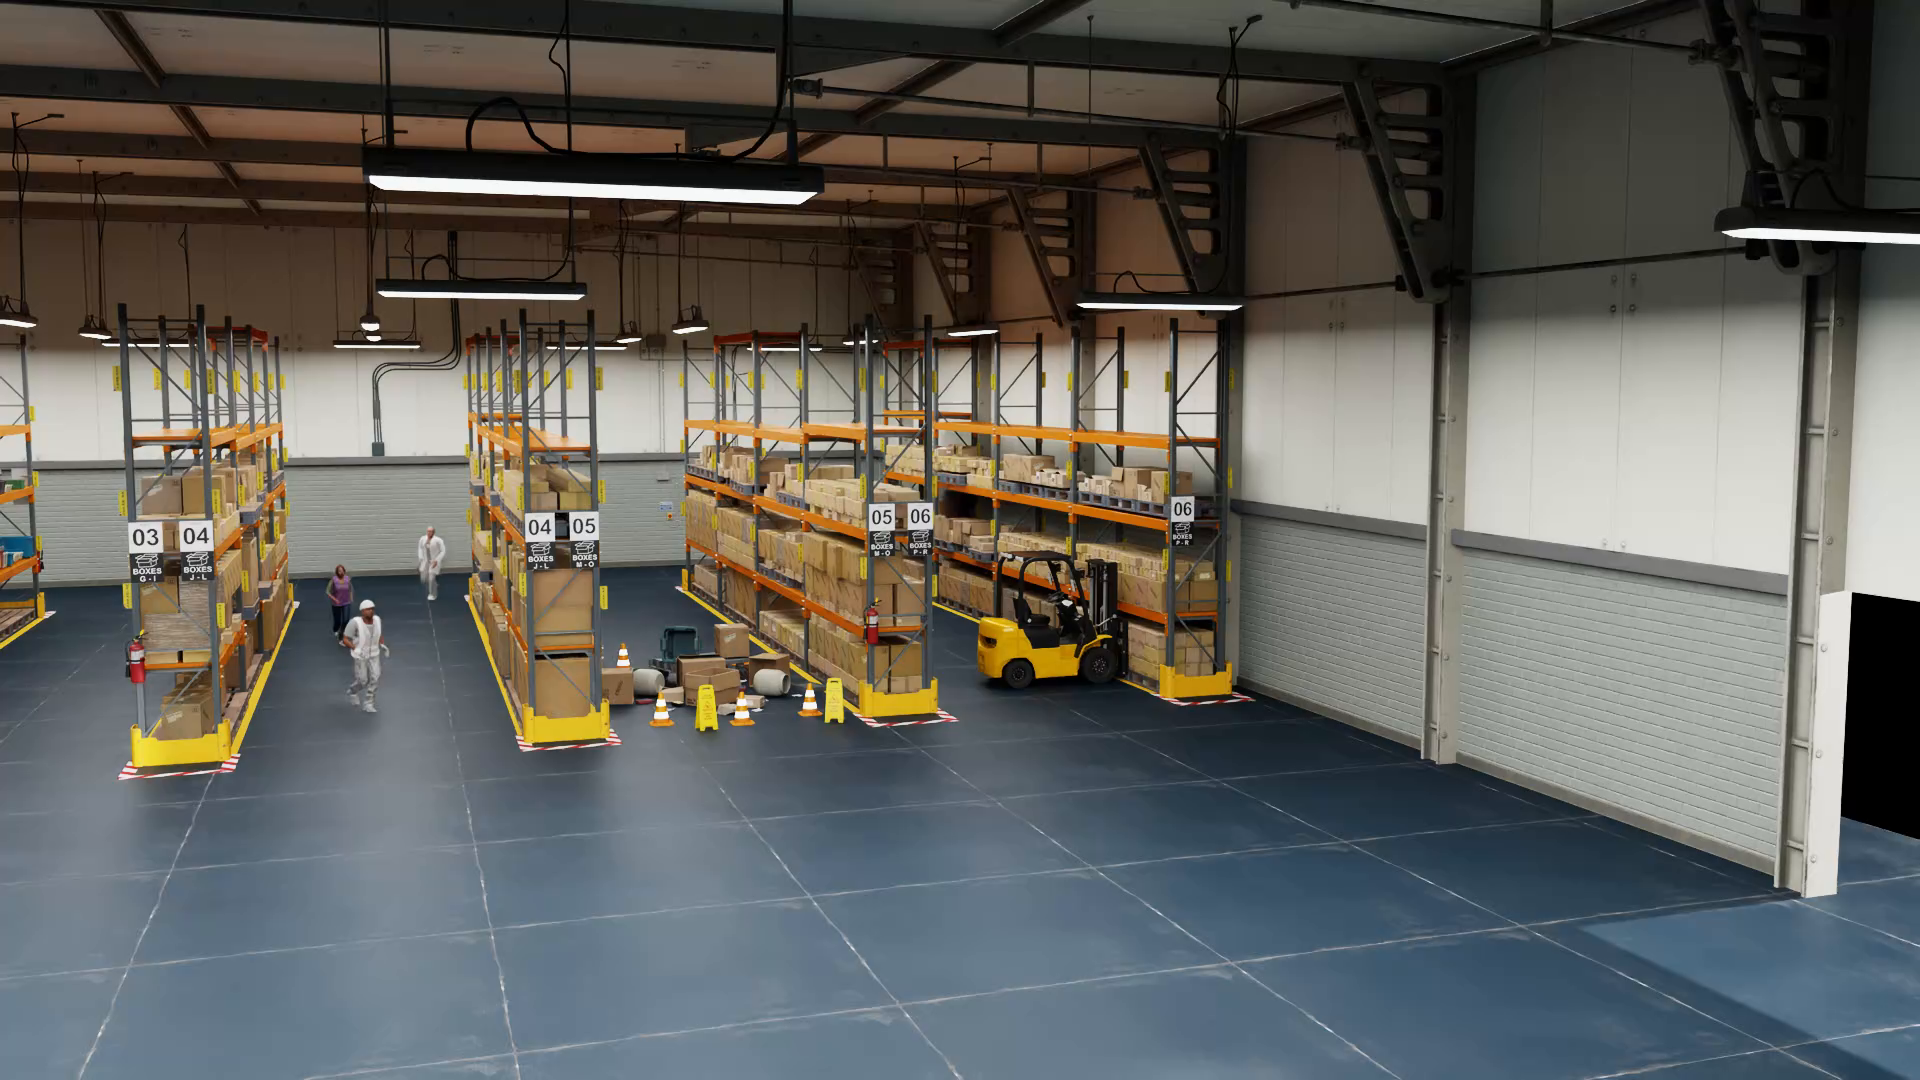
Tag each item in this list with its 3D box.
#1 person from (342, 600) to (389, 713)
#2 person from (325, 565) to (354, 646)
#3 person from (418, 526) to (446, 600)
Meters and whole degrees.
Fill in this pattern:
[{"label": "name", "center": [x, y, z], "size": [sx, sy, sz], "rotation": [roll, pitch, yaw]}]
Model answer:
[{"label": "person", "center": [-9.082, 1.757, 25.305], "size": [0.709, 1.729, 0.682], "rotation": [5, 8, 44]}, {"label": "person", "center": [-11.857, 1.232, 31.788], "size": [0.536, 1.546, 0.687], "rotation": [-3, 6, -29]}, {"label": "person", "center": [-12.139, 0.553, 38.265], "size": [0.716, 1.648, 0.672], "rotation": [1, 6, 11]}]
